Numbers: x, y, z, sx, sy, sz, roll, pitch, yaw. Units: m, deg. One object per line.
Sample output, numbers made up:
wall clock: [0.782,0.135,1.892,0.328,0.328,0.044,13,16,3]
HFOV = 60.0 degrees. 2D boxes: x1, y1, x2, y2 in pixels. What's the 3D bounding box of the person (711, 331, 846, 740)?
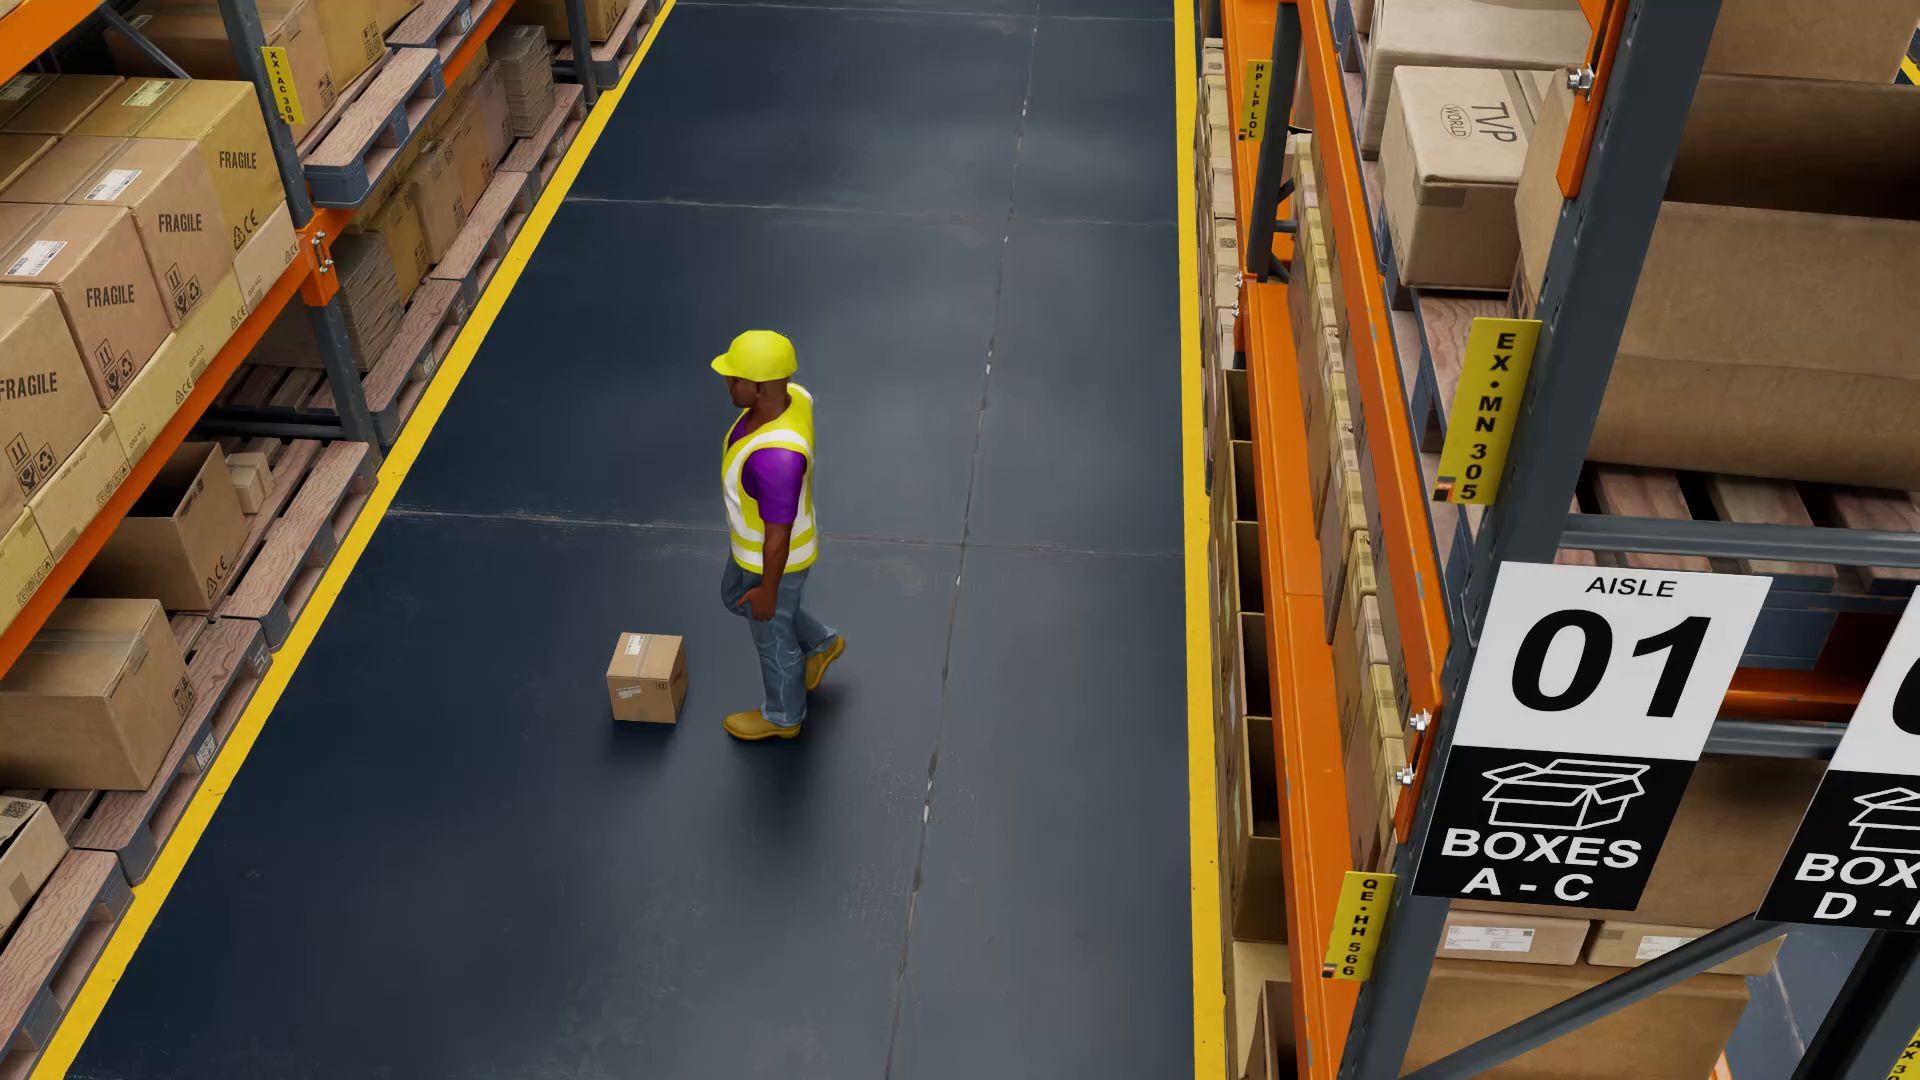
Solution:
person: [-0.690,0.018,6.104,0.515,1.767,0.587,-6,40,-7]
